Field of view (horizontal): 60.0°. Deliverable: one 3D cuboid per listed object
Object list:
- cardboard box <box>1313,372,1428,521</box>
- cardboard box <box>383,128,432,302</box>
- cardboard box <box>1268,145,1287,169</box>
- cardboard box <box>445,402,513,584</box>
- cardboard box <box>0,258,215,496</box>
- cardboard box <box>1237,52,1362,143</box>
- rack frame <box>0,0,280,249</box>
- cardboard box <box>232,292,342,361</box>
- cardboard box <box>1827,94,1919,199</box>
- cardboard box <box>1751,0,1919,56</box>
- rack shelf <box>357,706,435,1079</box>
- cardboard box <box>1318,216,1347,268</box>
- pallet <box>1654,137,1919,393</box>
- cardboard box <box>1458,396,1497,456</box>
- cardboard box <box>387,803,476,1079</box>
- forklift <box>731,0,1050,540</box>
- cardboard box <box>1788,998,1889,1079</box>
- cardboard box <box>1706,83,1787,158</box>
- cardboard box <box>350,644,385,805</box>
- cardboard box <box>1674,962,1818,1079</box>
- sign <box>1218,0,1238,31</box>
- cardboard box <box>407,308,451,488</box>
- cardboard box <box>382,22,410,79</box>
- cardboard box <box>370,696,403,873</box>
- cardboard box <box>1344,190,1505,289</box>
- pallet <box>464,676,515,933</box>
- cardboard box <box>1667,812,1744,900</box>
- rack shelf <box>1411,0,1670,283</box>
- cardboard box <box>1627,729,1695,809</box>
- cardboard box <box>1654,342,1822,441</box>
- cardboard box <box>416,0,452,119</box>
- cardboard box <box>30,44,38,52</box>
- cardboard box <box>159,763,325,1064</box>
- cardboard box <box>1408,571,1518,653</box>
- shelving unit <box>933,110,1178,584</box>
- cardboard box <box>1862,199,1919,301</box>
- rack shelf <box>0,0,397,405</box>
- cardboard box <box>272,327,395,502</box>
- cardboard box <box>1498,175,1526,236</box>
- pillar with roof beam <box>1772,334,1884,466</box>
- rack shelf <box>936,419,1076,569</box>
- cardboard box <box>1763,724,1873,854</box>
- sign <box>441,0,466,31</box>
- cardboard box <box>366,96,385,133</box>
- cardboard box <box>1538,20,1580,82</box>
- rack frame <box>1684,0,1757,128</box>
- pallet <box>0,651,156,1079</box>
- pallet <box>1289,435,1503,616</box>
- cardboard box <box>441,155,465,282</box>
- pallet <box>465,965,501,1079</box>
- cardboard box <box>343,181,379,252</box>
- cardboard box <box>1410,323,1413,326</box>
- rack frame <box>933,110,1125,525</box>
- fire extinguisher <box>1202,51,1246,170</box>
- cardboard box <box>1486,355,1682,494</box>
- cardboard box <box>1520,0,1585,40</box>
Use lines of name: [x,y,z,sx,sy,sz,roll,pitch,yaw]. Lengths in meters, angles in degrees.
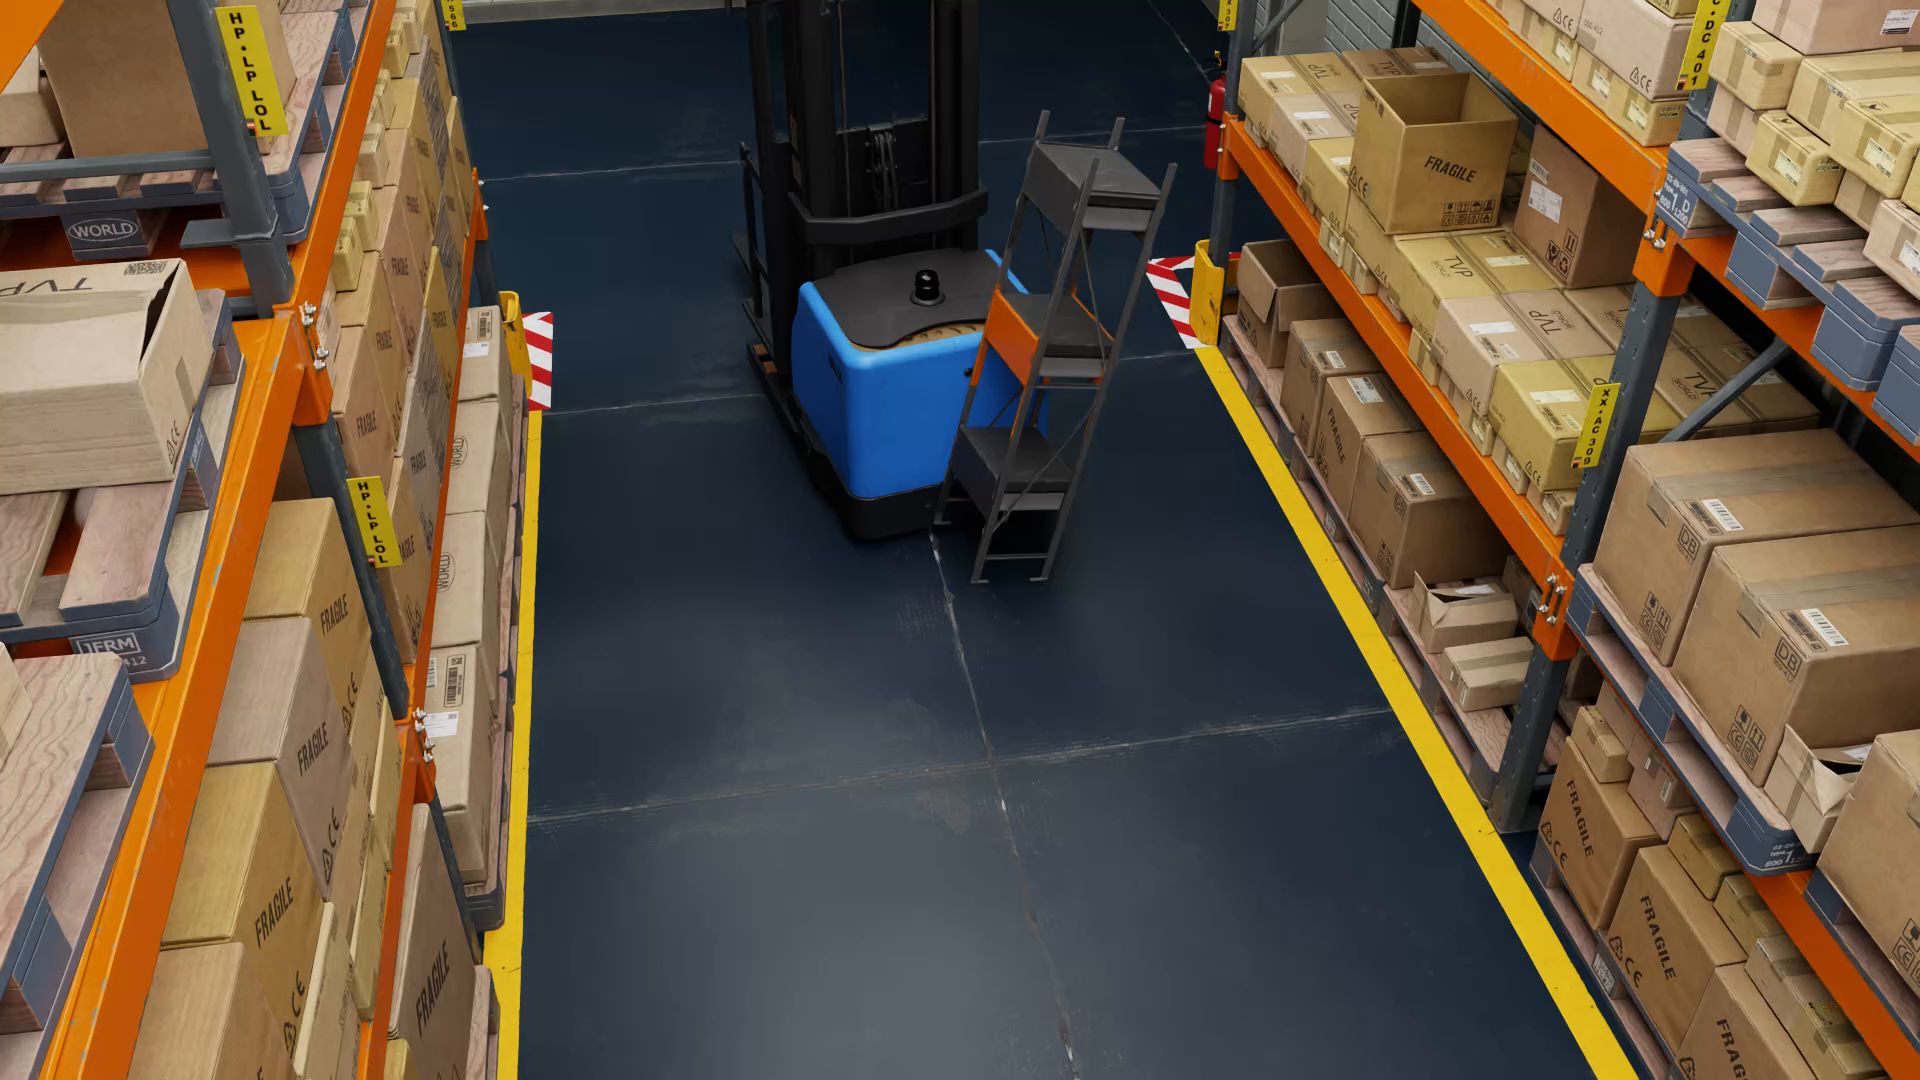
cardboard box: [2.049,-0.460,7.992,0.500,0.500,0.500,-6,38,-7]
cardboard box: [-2.348,-1.229,6.390,0.500,0.500,0.500,-6,38,-8]
cardboard box: [1.807,-2.036,8.530,0.380,0.149,0.250,-5,38,-7]
cardboard box: [-2.574,-0.190,7.695,0.875,0.438,0.875,-5,38,-7]
cardboard box: [-1.894,-0.365,3.460,0.500,0.311,0.500,-6,38,-8]
cardboard box: [1.744,-2.267,8.502,0.500,0.250,0.500,-6,38,-8]
rack frame: [-2.256,-1.928,3.297,1.000,3.000,0.127,-6,38,-8]
cardboard box: [-2.116,-0.621,5.080,0.380,0.149,0.250,-6,38,-7]
cardboard box: [2.371,-0.965,4.040,0.380,0.149,0.250,-7,38,-9]
cardboard box: [2.340,-1.448,4.324,0.396,0.266,0.258,-7,38,-8]
rack shelf: [-1.905,1.933,3.803,1.077,0.370,4.000,-6,38,-8]
cardboard box: [1.894,-1.401,7.713,0.380,0.149,0.250,-7,38,-9]
pallet: [2.676,-0.804,4.448,1.213,0.211,1.003,-6,38,-8]
cardboard box: [2.190,-0.471,6.516,0.380,0.149,0.250,-5,38,-7]
cardboard box: [-2.068,1.480,5.190,0.875,0.875,0.875,-5,38,-7]
forklift: [-0.550,-2.065,8.419,1.130,2.935,3.031,-13,40,-16]
cardboard box: [2.722,1.497,4.945,0.380,0.149,0.250,-5,38,-6]
cardboard box: [2.291,-1.163,4.538,0.380,0.149,0.250,-6,38,-7]
cardboard box: [-1.939,0.543,4.721,0.500,0.250,0.500,-6,38,-8]
cardboard box: [2.680,1.665,5.257,0.500,0.500,0.500,-7,38,-9]
sign: [1.395,-2.795,8.597,0.100,0.325,0.005,-6,38,-8]
cardboard box: [-2.245,-0.516,6.287,0.500,0.500,0.500,-6,38,-8]
cardboard box: [-2.497,-2.016,6.875,0.380,0.149,0.250,-5,38,-7]
cardboard box: [-1.929,0.744,4.870,0.500,0.250,0.500,-7,38,-9]
cardboard box: [2.035,-1.350,7.322,0.500,0.250,0.500,-7,38,-9]
pallet: [-2.312,1.074,6.595,1.003,0.211,1.213,-6,38,-8]
cardboard box: [2.612,1.028,5.549,0.380,0.149,0.250,-8,39,-10]
rack shelf: [2.280,-2.204,6.683,1.077,0.370,4.000,-6,38,-8]
cardboard box: [2.524,0.749,5.664,0.380,0.149,0.250,-8,39,-10]
cardboard box: [2.810,-0.482,6.205,0.500,0.250,0.500,-7,38,-8]
cardboard box: [-2.638,-2.144,7.568,0.500,0.500,0.500,-5,38,-6]
cardboard box: [-2.729,-1.361,4.793,0.380,0.149,0.250,-5,38,-7]
cardboard box: [-1.762,0.869,3.690,0.500,0.500,0.500,-5,38,-7]
cardboard box: [2.181,0.298,7.208,0.396,0.266,0.258,-5,38,-6]
shelving unit: [0.378,-0.806,7.431,0.431,2.100,0.503,-2,36,-26]
cardboard box: [2.404,-0.698,3.940,0.380,0.149,0.250,-6,38,-7]
rack shelf: [-2.606,-1.668,5.993,1.077,0.370,4.000,-6,38,-8]
cardboard box: [-2.101,-0.307,5.204,0.500,0.500,0.500,-6,38,-8]
cardboard box: [2.534,-1.393,7.378,0.500,0.250,0.500,-6,38,-8]
pillar with roof beam: [-0.842,-2.519,4.057,9.100,9.000,0.400,-6,38,-8]
rack shelf: [0.217,-0.220,7.805,0.431,0.518,0.480,-2,36,-26]
cardboard box: [2.496,0.672,4.607,0.396,0.266,0.258,-4,38,-6]
sign: [-2.420,-2.576,7.884,0.100,0.325,0.005,-6,38,-8]
cardboard box: [-2.391,-1.545,6.269,0.380,0.149,0.250,-5,38,-6]
cardboard box: [2.198,-1.678,5.624,0.380,0.149,0.250,-5,38,-6]
rack frame: [2.631,-2.465,3.987,1.000,3.000,0.127,-6,38,-8]
pallet: [-1.918,0.688,2.528,1.003,0.211,1.213,-5,38,-6]
pallet: [2.294,-0.147,8.168,1.003,0.211,1.213,-6,38,-8]
cardboard box: [-2.539,-1.447,7.486,0.500,0.500,0.500,-7,38,-9]
pallet: [-2.046,2.000,5.404,1.003,0.211,1.213,-6,38,-8]
cardboard box: [-2.204,-1.092,5.685,0.380,0.149,0.250,-7,38,-9]
cardboard box: [2.163,-0.951,7.134,0.380,0.149,0.250,-6,38,-7]
rack frame: [0.288,-0.945,7.610,0.400,2.100,0.015,-2,36,-26]
fire extinguisher: [1.449,-2.373,9.126,0.296,0.674,0.183,-6,38,-8]
cardboard box: [2.301,-0.435,6.145,0.500,0.250,0.500,-5,38,-7]
cardboard box: [2.198,-1.915,5.605,0.500,0.250,0.500,-7,38,-9]
